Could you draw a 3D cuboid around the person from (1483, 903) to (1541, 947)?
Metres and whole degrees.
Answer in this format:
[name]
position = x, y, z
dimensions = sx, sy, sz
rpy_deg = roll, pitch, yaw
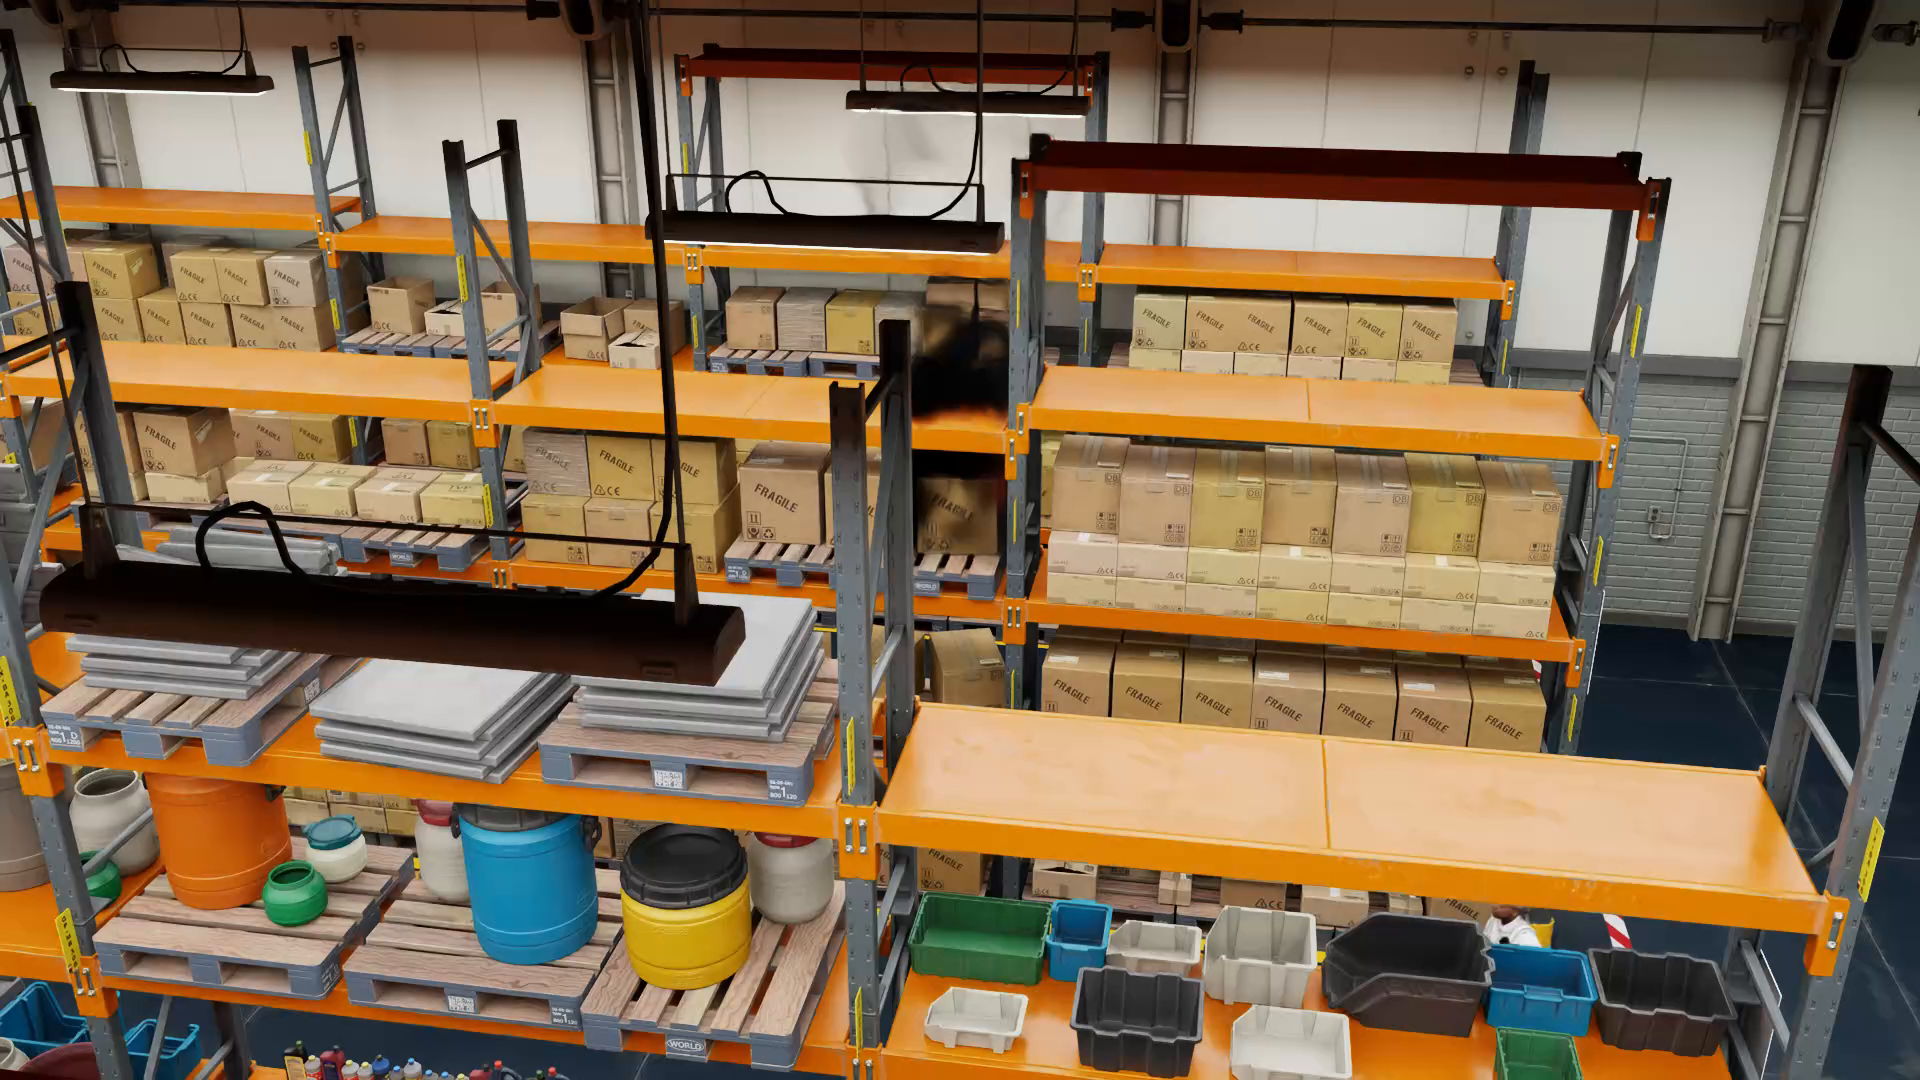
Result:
[person]
position = 3.672, 3.011, 11.191
dimensions = 0.609, 1.636, 0.603
rpy_deg = -7, 24, -16
